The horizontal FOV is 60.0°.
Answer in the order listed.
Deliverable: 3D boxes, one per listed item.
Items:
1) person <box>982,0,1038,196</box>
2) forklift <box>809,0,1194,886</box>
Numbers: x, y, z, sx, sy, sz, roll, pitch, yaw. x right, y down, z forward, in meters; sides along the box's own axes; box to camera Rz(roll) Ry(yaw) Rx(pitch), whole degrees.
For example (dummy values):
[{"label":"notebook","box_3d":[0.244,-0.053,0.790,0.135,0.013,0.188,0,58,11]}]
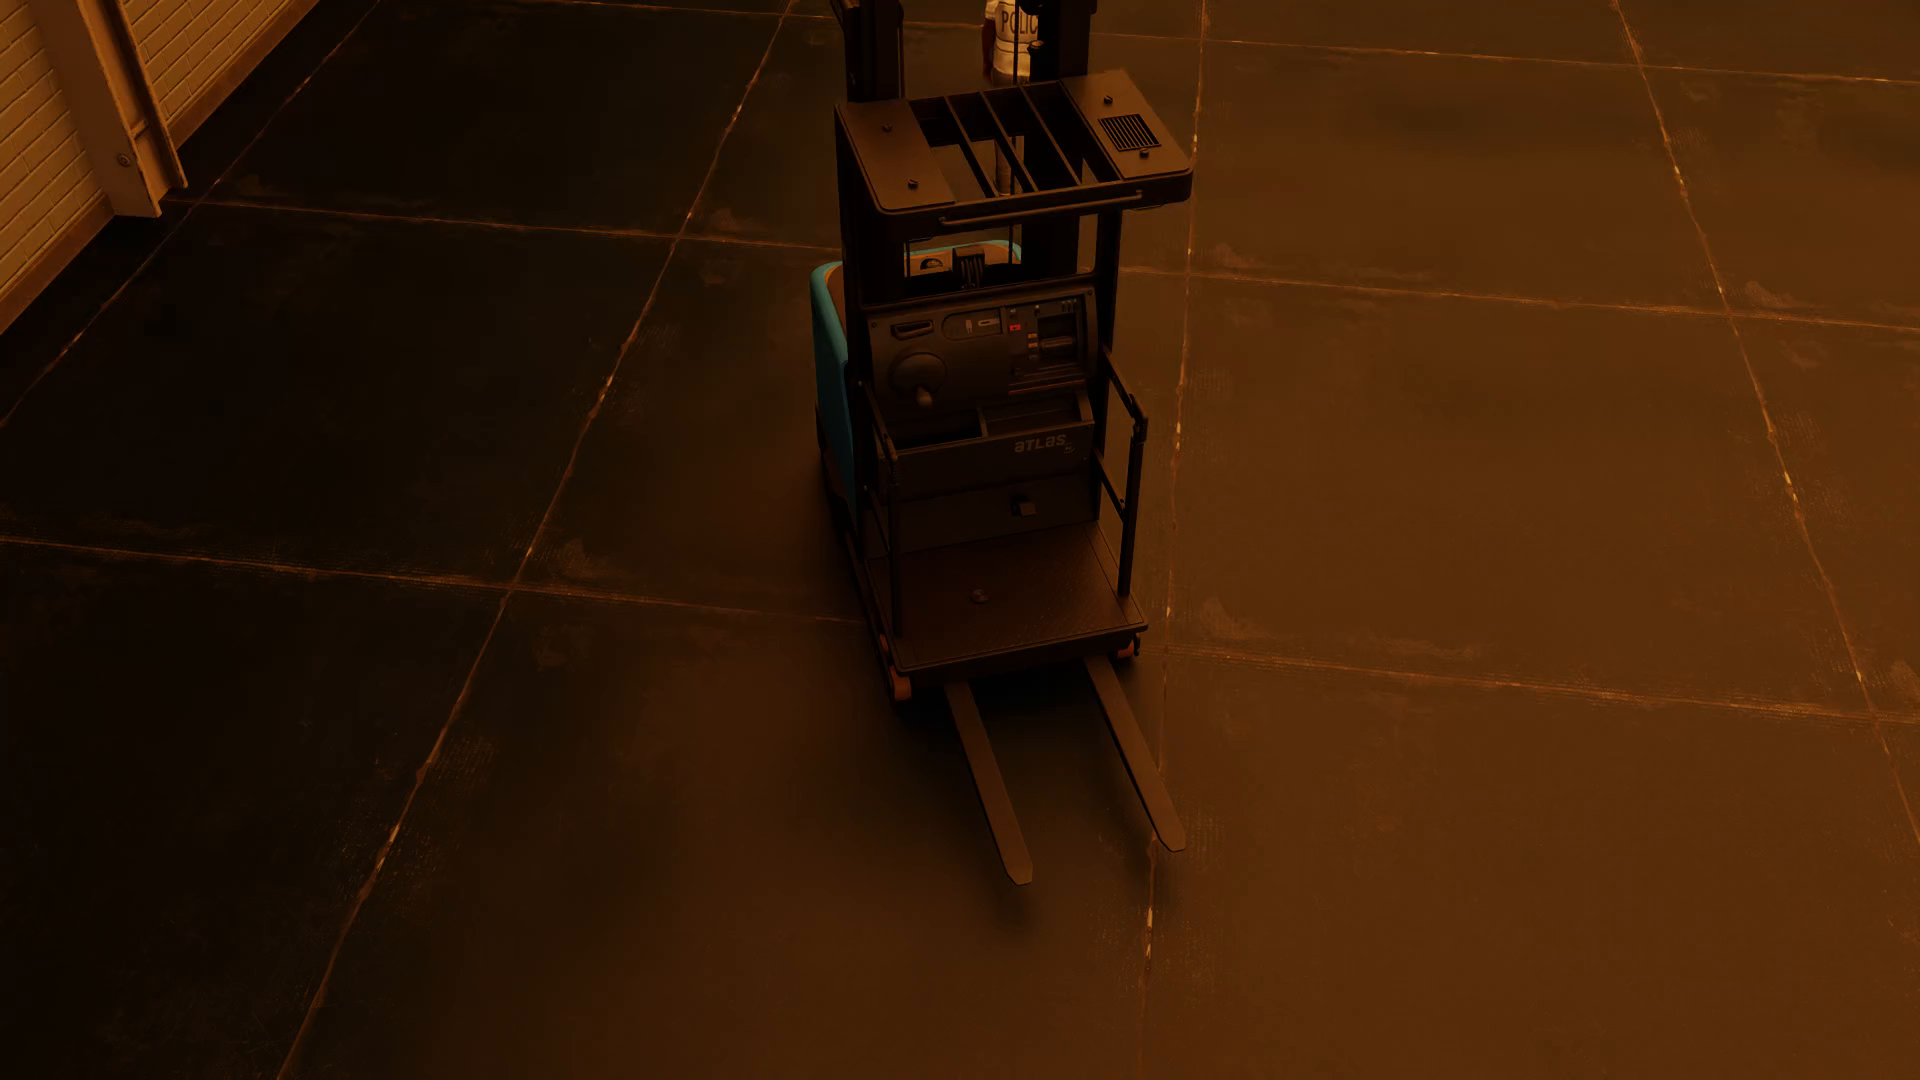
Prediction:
[{"label":"person","box_3d":[0.390,-2.769,9.679,0.525,1.661,0.396,5,43,5]},{"label":"forklift","box_3d":[0.153,-0.681,6.465,1.130,2.935,3.031,-10,44,-11]}]
